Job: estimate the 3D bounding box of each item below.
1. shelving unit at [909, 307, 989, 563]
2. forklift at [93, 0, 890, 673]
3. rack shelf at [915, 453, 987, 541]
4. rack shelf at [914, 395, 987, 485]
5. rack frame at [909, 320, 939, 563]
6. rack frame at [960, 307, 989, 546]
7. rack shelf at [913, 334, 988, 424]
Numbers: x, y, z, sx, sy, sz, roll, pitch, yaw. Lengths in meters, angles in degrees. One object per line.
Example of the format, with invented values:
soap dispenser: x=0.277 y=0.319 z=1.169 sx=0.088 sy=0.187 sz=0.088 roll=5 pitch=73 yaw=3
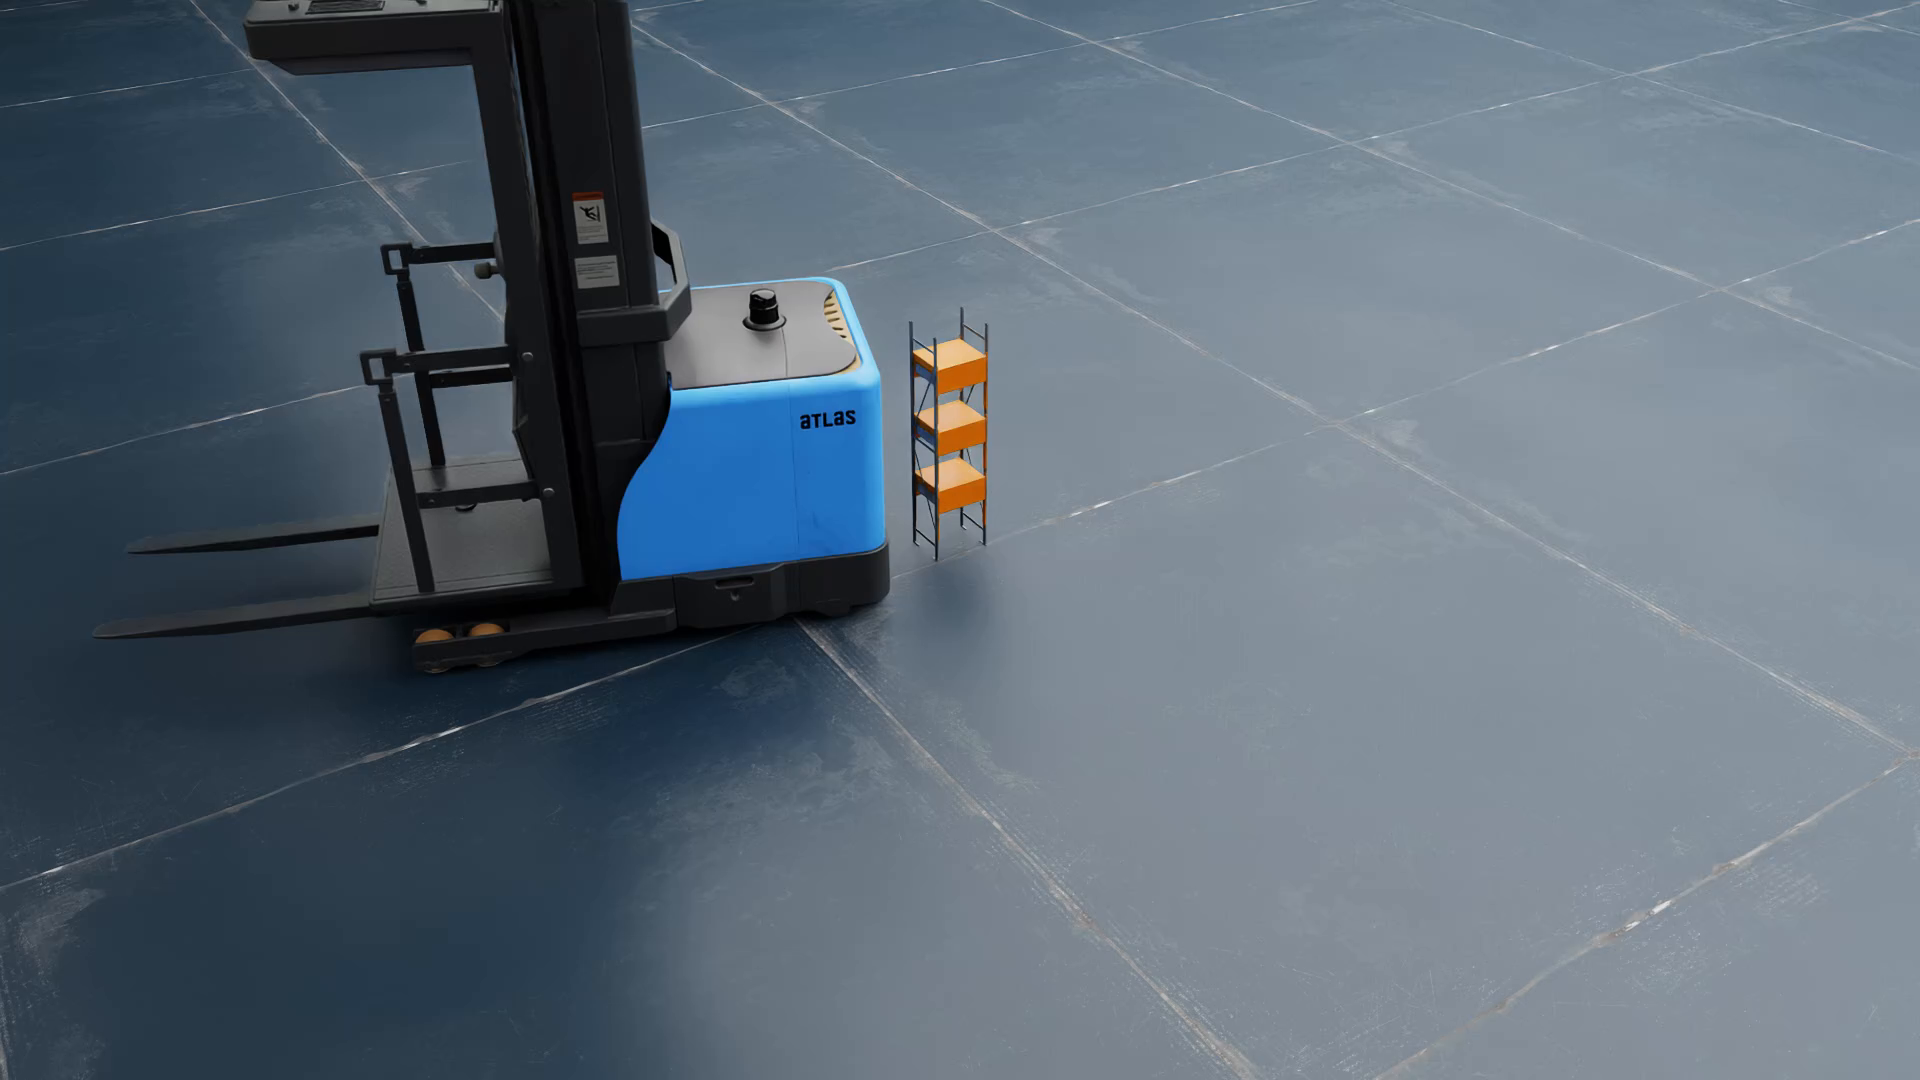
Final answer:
shelving unit: x=-0.045 y=-0.429 z=6.945 sx=0.252 sy=1.050 sz=0.215 roll=-19 pitch=37 yaw=-27
forklift: x=-1.858 y=-1.034 z=6.143 sx=3.031 sy=2.935 sz=1.130 roll=-7 pitch=33 yaw=-10
rack shelf: x=-0.045 y=-0.185 z=7.099 sx=0.240 sy=0.259 sz=0.215 roll=-19 pitch=37 yaw=-27
rack shelf: x=-0.045 y=-0.420 z=6.951 sx=0.240 sy=0.259 sz=0.215 roll=-19 pitch=37 yaw=-27
rack frame: x=-0.148 y=-0.393 z=6.889 sx=0.008 sy=1.050 sz=0.200 roll=-19 pitch=37 yaw=-27
rack frame: x=0.058 y=-0.464 z=7.001 sx=0.008 sy=1.050 sz=0.200 roll=-19 pitch=37 yaw=-27
rack shelf: x=-0.045 y=-0.660 z=6.800 sx=0.240 sy=0.259 sz=0.215 roll=-19 pitch=37 yaw=-27
